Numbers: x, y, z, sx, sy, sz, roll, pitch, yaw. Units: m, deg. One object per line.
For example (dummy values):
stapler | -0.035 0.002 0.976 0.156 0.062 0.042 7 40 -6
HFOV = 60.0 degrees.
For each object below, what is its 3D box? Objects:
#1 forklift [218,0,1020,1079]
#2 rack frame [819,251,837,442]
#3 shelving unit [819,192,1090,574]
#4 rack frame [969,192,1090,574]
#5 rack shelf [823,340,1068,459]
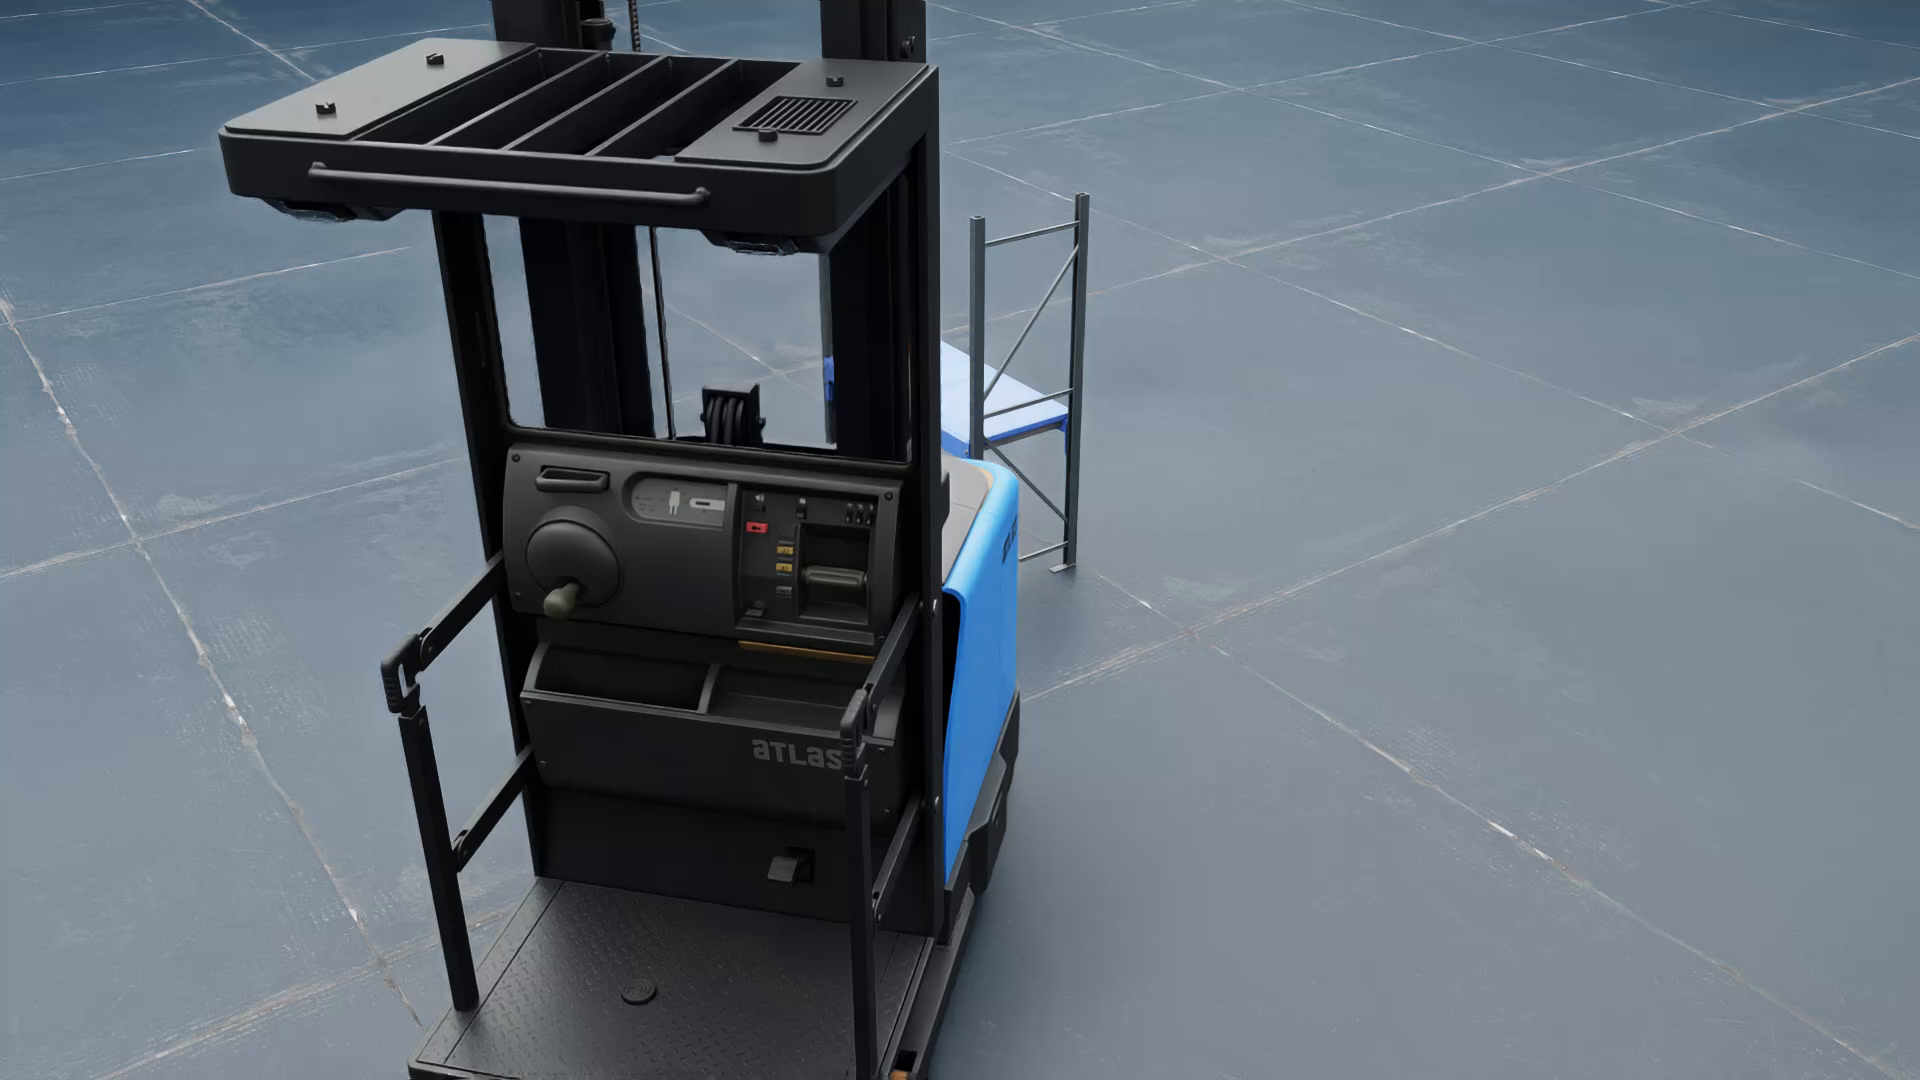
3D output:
forklift | -0.636 0.061 3.567 1.130 2.935 3.031 6 29 11
rack frame | -0.344 -0.890 6.817 0.500 1.500 0.032 -19 34 -31
shelving unit | -0.049 -0.692 6.453 0.538 1.500 1.048 -19 34 -31
rack frame | 0.245 -0.495 6.089 0.500 1.500 0.032 -19 34 -31
rack shelf | -0.049 -0.534 6.539 0.538 0.185 1.000 -19 34 -31
